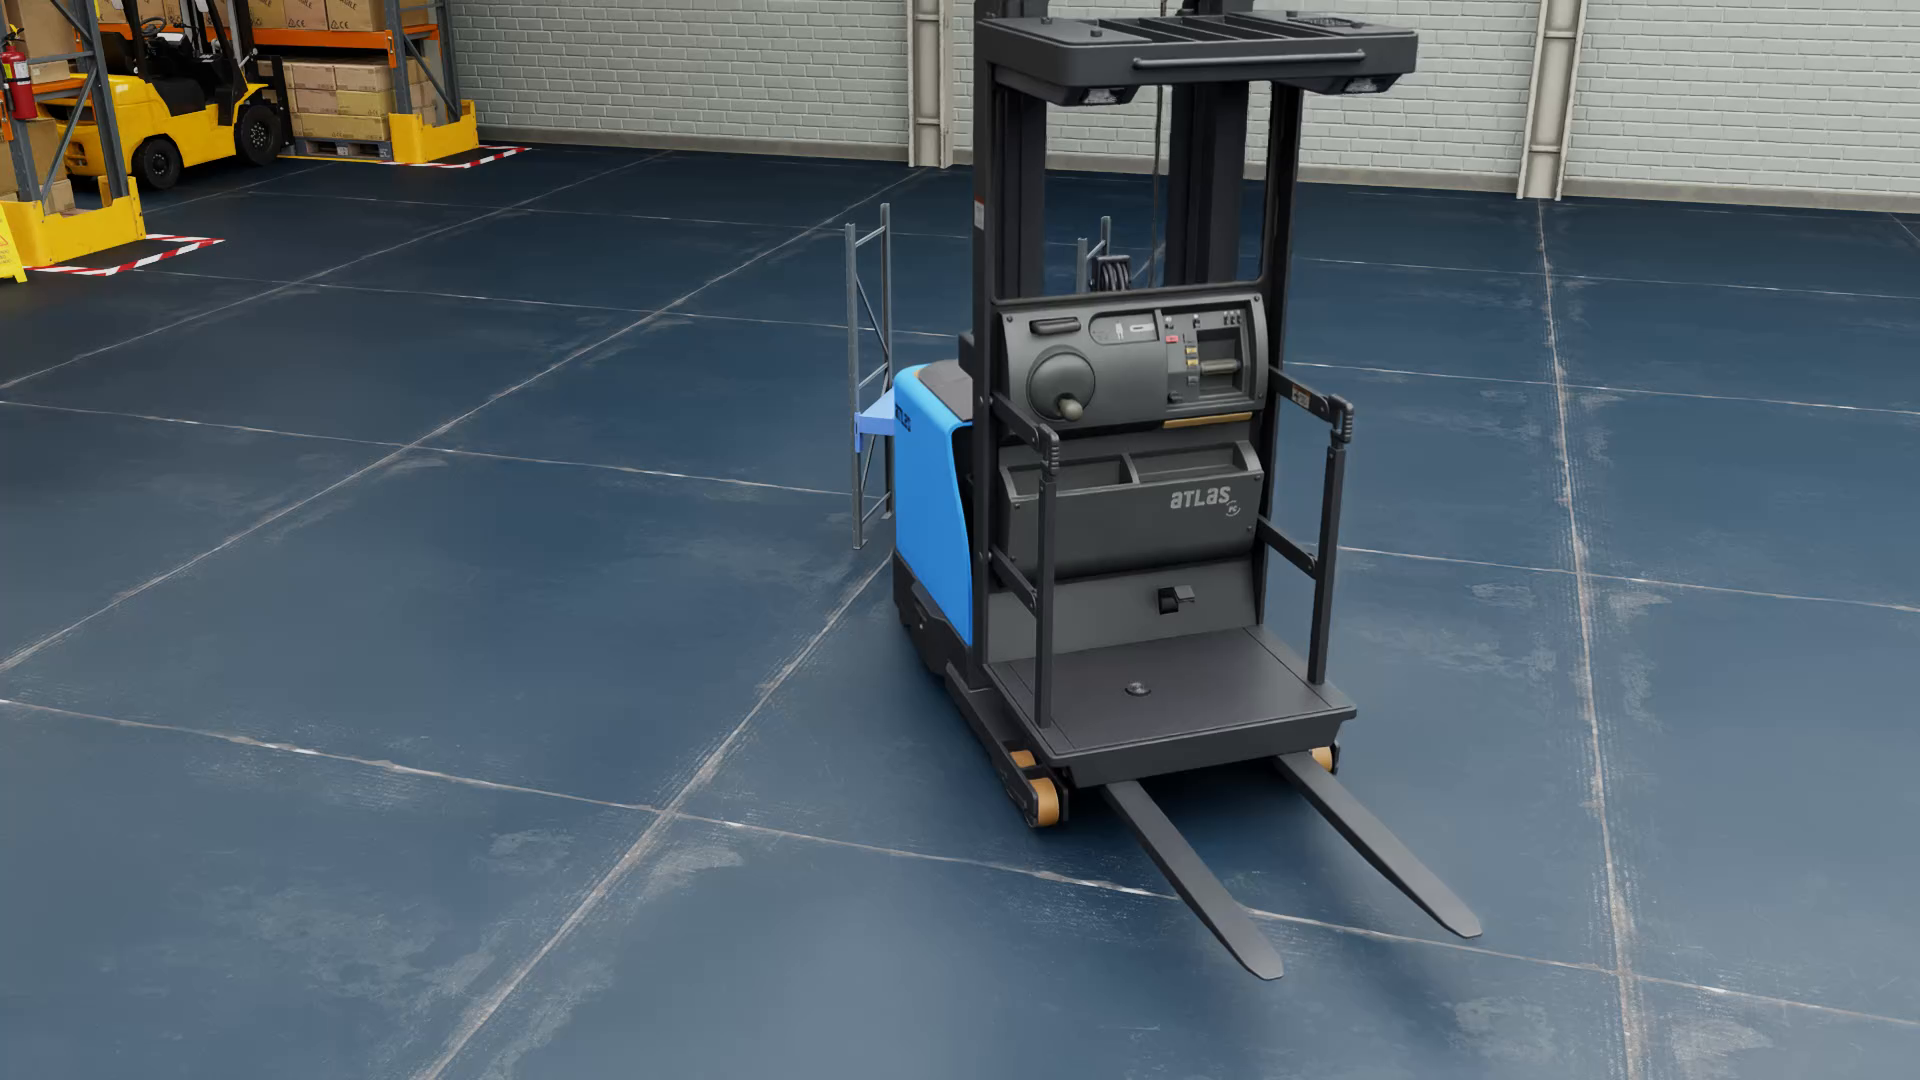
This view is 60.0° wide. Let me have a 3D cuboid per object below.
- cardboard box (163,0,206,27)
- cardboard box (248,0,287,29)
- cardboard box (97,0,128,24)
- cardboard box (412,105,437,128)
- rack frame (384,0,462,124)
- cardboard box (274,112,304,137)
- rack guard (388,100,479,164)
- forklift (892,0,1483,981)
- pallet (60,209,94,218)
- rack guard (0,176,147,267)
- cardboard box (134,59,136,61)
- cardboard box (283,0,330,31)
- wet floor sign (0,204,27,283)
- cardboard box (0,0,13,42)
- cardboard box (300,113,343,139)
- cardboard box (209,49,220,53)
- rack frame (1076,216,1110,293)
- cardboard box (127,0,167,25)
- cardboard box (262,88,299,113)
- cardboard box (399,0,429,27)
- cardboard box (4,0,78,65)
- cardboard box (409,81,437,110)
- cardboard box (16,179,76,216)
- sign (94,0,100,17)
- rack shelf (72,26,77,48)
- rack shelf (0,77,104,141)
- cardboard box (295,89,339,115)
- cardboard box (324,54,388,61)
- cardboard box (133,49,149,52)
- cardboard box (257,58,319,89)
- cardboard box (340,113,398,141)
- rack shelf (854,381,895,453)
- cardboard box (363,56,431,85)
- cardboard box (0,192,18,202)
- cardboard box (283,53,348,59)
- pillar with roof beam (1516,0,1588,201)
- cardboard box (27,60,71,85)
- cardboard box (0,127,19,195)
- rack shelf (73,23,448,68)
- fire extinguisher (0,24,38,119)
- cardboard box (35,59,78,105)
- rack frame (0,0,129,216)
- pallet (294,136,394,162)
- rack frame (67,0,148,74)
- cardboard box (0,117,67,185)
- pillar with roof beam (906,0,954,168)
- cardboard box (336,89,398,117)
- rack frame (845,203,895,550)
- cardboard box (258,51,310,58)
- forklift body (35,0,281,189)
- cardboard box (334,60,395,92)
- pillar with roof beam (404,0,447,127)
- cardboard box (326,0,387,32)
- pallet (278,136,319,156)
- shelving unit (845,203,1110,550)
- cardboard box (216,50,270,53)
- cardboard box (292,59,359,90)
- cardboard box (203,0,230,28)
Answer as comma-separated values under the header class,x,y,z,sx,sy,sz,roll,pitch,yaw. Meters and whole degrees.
class,x,y,z,sx,sy,sz,roll,pitch,yaw
cardboard box,-8.129,-5.770,17.752,0.500,0.500,0.500,6,23,15
cardboard box,-7.169,-5.656,17.474,0.500,0.500,0.500,6,23,14
cardboard box,-9.118,-5.876,18.011,0.500,0.500,0.500,6,23,14
cardboard box,-6.051,-4.582,18.057,0.500,0.250,0.500,7,23,16
rack frame,-5.638,-5.535,17.311,0.127,3.000,1.000,7,23,16
cardboard box,-7.129,-4.510,17.882,0.500,0.250,0.500,7,23,16
rack guard,-5.615,-4.376,17.779,0.348,0.500,1.175,7,23,16
forklift,0.655,-0.580,5.322,1.130,2.935,3.031,-7,23,-16
pallet,-7.908,-2.551,13.711,1.213,0.211,1.003,7,23,16
rack guard,-7.141,-2.583,13.408,0.348,0.500,1.175,7,23,16
cardboard box,-8.608,-5.131,18.079,0.500,0.250,0.500,7,23,16
cardboard box,-6.679,-5.600,17.338,0.500,0.500,0.500,7,23,17
wet floor sign,-7.195,-2.232,12.361,0.232,0.644,0.267,16,27,34
cardboard box,-7.667,-3.874,12.739,0.500,0.500,0.500,6,23,15
cardboard box,-6.652,-4.452,17.740,0.500,0.250,0.500,7,23,15
cardboard box,-8.451,-5.324,18.550,0.500,0.250,0.500,6,23,15
rack frame,0.568,-0.629,7.327,0.032,1.500,0.500,7,23,16
cardboard box,-8.614,-5.825,17.886,0.500,0.500,0.500,7,23,16
cardboard box,-7.171,-4.736,17.774,0.500,0.250,0.500,6,23,14
cardboard box,-6.032,-5.736,17.670,0.500,0.500,0.500,7,23,17
cardboard box,-7.441,-4.068,13.210,0.500,0.500,0.500,6,23,15
cardboard box,-6.028,-4.815,17.968,0.500,0.250,0.500,7,23,16
cardboard box,-7.760,-2.842,13.816,0.500,0.250,0.500,6,23,15
sign,-6.911,-4.329,13.230,0.005,0.325,0.100,7,23,16
rack shelf,-11.382,-5.860,19.051,4.000,0.370,1.077,7,23,16
rack shelf,-8.983,-3.617,13.584,4.000,0.370,1.077,7,23,16
cardboard box,-6.671,-4.687,17.655,0.500,0.250,0.500,6,23,15
cardboard box,-6.523,-5.095,17.990,0.500,0.250,0.500,7,23,16
cardboard box,-8.940,-5.374,18.672,0.500,0.250,0.500,7,23,17
cardboard box,-7.145,-4.962,17.667,0.500,0.250,0.500,7,23,16
cardboard box,-6.179,-4.394,17.599,0.500,0.250,0.500,7,23,16
rack shelf,0.082,-0.518,7.531,1.000,0.185,0.538,7,23,16
cardboard box,-6.043,-5.041,17.859,0.500,0.250,0.500,6,23,15
cardboard box,-7.943,-2.647,13.339,0.500,0.250,0.500,6,23,15
cardboard box,-6.998,-5.153,18.133,0.500,0.250,0.500,6,23,15
pillar with roof beam,4.201,-5.835,10.137,0.400,9.000,9.100,7,23,16
cardboard box,-7.333,-3.727,13.235,0.250,0.149,0.380,7,23,16
cardboard box,-7.910,-2.993,13.196,0.500,0.500,0.500,7,23,16
rack shelf,-7.552,-5.421,17.982,4.000,0.370,1.077,7,23,16
fire extinguisher,-7.092,-3.515,12.489,0.183,0.674,0.296,7,23,16
cardboard box,-9.970,-5.122,18.880,0.625,0.625,0.875,8,24,18
rack frame,-7.068,-3.731,12.913,0.127,3.000,1.000,7,23,16
pallet,-6.382,-4.313,18.007,1.213,0.211,1.003,7,23,16
rack frame,-9.467,-5.973,18.380,0.127,3.000,1.000,7,23,16
cardboard box,-7.783,-3.191,13.679,0.500,0.500,0.500,6,23,14
pillar with roof beam,-1.543,-6.492,11.740,0.400,9.000,9.100,7,23,16
cardboard box,-6.194,-4.628,17.511,0.500,0.250,0.500,6,23,15
rack frame,-0.405,-0.740,7.598,0.032,1.500,0.500,7,23,16
cardboard box,-7.487,-5.212,18.276,0.500,0.250,0.500,6,23,14
forklift body,-7.980,-4.687,16.363,1.214,2.155,2.313,7,23,16
cardboard box,-6.169,-4.857,17.410,0.500,0.250,0.500,7,23,17
pillar with roof beam,-7.288,-7.150,13.344,0.400,9.000,9.100,7,23,16
cardboard box,-6.185,-5.540,17.191,0.500,0.500,0.500,6,23,14
pallet,-7.546,-4.448,18.335,1.213,0.211,1.003,7,23,15
shelving unit,0.082,-0.685,7.463,1.048,1.500,0.538,7,23,16
cardboard box,-7.970,-5.264,18.403,0.500,0.250,0.500,7,23,16
cardboard box,-6.659,-4.911,17.541,0.500,0.250,0.500,7,23,16
cardboard box,-7.654,-5.707,17.599,0.500,0.500,0.500,7,23,16
